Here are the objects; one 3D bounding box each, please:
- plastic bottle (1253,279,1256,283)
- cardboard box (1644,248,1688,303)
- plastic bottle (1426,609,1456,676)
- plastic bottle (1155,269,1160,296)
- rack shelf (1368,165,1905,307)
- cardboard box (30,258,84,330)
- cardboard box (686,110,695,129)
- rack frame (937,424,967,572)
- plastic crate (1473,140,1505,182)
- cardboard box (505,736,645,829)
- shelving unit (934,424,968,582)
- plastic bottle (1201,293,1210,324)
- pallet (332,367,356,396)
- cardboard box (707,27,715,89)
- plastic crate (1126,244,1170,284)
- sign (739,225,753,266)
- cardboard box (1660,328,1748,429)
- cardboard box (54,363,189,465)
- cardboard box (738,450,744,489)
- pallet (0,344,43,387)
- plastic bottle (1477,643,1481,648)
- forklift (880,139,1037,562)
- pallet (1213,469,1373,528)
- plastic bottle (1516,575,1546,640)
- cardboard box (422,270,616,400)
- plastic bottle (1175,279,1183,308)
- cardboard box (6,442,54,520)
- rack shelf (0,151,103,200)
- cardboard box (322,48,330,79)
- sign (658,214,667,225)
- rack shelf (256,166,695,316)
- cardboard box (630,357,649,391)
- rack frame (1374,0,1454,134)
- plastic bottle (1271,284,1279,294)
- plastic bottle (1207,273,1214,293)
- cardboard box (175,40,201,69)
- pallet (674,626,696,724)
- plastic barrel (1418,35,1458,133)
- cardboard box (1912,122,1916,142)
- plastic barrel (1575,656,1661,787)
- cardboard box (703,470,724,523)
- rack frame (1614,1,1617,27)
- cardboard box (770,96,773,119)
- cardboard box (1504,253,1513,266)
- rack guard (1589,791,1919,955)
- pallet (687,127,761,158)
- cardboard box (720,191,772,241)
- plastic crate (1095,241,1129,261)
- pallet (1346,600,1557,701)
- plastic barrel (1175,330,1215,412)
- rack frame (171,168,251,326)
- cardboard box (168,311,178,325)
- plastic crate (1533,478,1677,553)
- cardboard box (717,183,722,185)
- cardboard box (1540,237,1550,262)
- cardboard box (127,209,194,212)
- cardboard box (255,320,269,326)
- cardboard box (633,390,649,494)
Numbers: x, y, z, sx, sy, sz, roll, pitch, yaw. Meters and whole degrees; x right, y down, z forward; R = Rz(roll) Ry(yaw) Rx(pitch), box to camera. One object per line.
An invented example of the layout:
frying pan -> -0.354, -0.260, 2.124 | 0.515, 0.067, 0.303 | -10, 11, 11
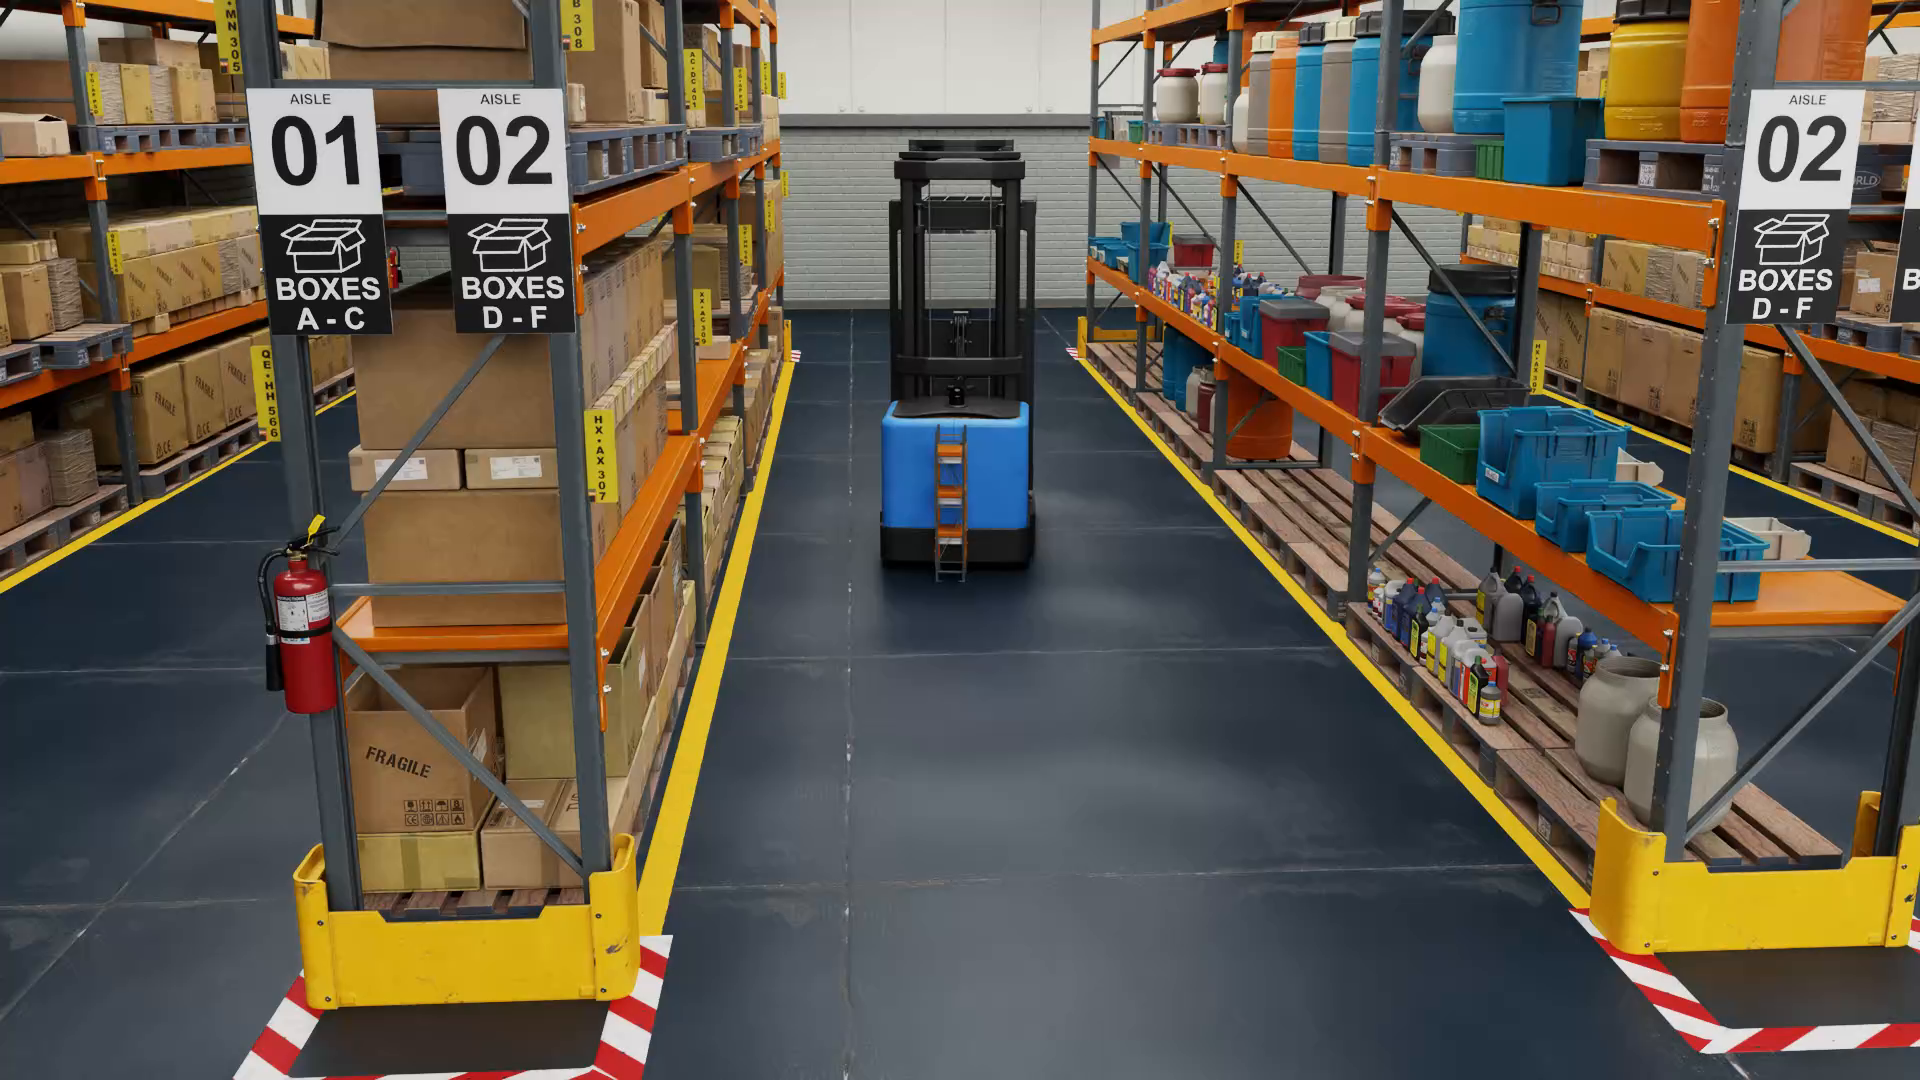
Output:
plastic bottle -> 2.815, -2.358, 15.930 | 0.097, 0.271, 0.097 | 0, 14, 0
cardboard box -> 7.194, -2.641, 16.569 | 0.500, 0.500, 0.500 | -1, 14, -5
plastic bottle -> 2.579, 0.536, 8.857 | 0.144, 0.351, 0.185 | -1, 14, -4
plastic bottle -> 2.046, -2.638, 17.016 | 0.097, 0.271, 0.097 | 0, 14, 0
rack shelf -> 3.029, -1.501, 7.763 | 1.077, 0.370, 4.000 | -1, 14, -3
cardboard box -> -7.192, -1.880, 12.732 | 0.700, 0.500, 0.500 | -3, 15, -10
cardboard box -> -2.128, -3.012, 11.652 | 0.500, 0.250, 0.500 | -1, 14, -5
rack frame -> -0.055, -0.283, 11.520 | 0.200, 1.050, 0.008 | 1, 14, 3
plastic crate -> 2.731, -1.847, 8.092 | 0.336, 0.188, 0.450 | -1, 14, -3
cardboard box -> -1.637, 1.044, 7.126 | 0.500, 0.250, 0.500 | -1, 14, -3
shelving unit -> -0.061, -0.253, 11.402 | 0.215, 1.050, 0.252 | 1, 14, 3
plastic bottle -> 2.191, -2.055, 14.752 | 0.097, 0.271, 0.097 | 0, 14, 0
pallet -> -7.526, -1.874, 19.388 | 1.003, 0.211, 1.213 | -1, 14, -3
cardboard box -> -2.339, -4.034, 13.958 | 0.500, 0.500, 0.500 | -1, 14, -3
plastic crate -> 2.040, -3.016, 18.139 | 0.392, 0.384, 0.575 | -1, 14, -3
sign -> -1.733, -2.383, 13.446 | 0.100, 0.325, 0.005 | -1, 14, -3
cardboard box -> 7.531, -1.533, 15.887 | 1.225, 0.875, 0.875 | -1, 14, -3
cardboard box -> -7.145, -1.083, 14.187 | 0.750, 0.750, 0.750 | -1, 14, -4
cardboard box -> -2.011, -0.558, 13.350 | 0.500, 0.250, 0.500 | -1, 14, -2
pallet -> -7.067, -1.151, 11.365 | 1.003, 0.211, 1.213 | -1, 14, -3
plastic bottle -> 2.708, 0.642, 8.746 | 0.097, 0.201, 0.097 | 0, 14, 0
forklift -> 0.030, -1.574, 12.763 | 1.130, 2.935, 3.031 | 1, 14, 3
pallet -> 2.666, -0.345, 13.443 | 1.003, 0.211, 1.213 | -1, 14, -3
plastic bottle -> 3.245, 0.379, 9.465 | 0.144, 0.351, 0.185 | -2, 15, -6
cardboard box -> -1.881, -0.886, 7.145 | 0.700, 0.500, 0.500 | -1, 14, -3
plastic bottle -> 2.115, -2.359, 15.932 | 0.097, 0.271, 0.097 | 0, 14, 0
cardboard box -> -7.218, -0.430, 12.311 | 0.700, 0.500, 0.500 | -1, 14, -4
rack shelf -> -7.107, -2.343, 11.035 | 1.077, 0.370, 4.000 | -1, 14, -3
cardboard box -> -7.348, -5.288, 18.793 | 0.500, 0.500, 0.500 | -2, 15, -6
sign -> -3.076, -3.217, 17.272 | 0.100, 0.325, 0.005 | -1, 14, -3
rack shelf -> -1.915, -1.425, 7.470 | 1.077, 0.370, 4.000 | -1, 14, -3
cardboard box -> -1.731, -0.801, 8.116 | 0.380, 0.149, 0.250 | 0, 14, -2
rack frame -> 2.905, -3.799, 9.233 | 1.000, 3.000, 0.127 | -1, 14, -3
plastic bottle -> 2.927, -2.233, 15.419 | 0.061, 0.283, 0.133 | -1, 14, -3
plastic bottle -> 2.633, -2.688, 17.351 | 0.097, 0.201, 0.097 | 0, 14, 0
cardboard box -> -7.555, -4.587, 15.726 | 0.500, 0.250, 0.500 | 0, 14, 1
pallet -> -2.032, 0.731, 9.263 | 1.003, 0.211, 1.213 | -1, 14, -3
plastic barrel -> 2.736, -2.494, 9.113 | 0.421, 0.512, 0.421 | 0, 14, 0
cardboard box -> 7.449, -2.969, 12.327 | 0.500, 0.250, 0.500 | -1, 14, -2
plastic barrel -> 3.005, 0.815, 7.488 | 0.421, 0.512, 0.421 | 0, 14, 0
cardboard box -> -1.875, -0.322, 11.306 | 0.500, 0.311, 0.500 | -1, 14, -5
rack frame -> 7.353, -5.865, 17.263 | 1.000, 3.000, 0.127 | -1, 14, -3
cardboard box -> -2.400, -4.928, 18.938 | 0.500, 0.250, 0.500 | -1, 14, -3
cardboard box -> 6.880, -3.420, 20.303 | 0.380, 0.149, 0.250 | -1, 14, -4
rack guard -> 3.101, 1.293, 6.496 | 1.175, 0.500, 0.348 | -1, 14, -3
pallet -> -2.156, -3.007, 12.553 | 1.213, 0.211, 1.003 | 0, 14, -1
cardboard box -> -2.283, -3.462, 17.755 | 0.500, 0.500, 0.500 | -1, 14, -2
plastic crate -> 1.889, -3.596, 20.698 | 0.416, 0.233, 0.300 | -1, 14, -3
pallet -> 2.905, 0.624, 9.676 | 1.003, 0.211, 1.213 | -1, 14, -3
plastic barrel -> 2.470, -1.759, 16.711 | 0.600, 0.901, 0.708 | -1, 14, -3
rack frame -> -7.479, -2.730, 17.119 | 1.000, 3.000, 0.127 | -1, 14, -3
cardboard box -> -7.122, -1.964, 14.606 | 0.380, 0.149, 0.250 | -1, 14, -2
plastic crate -> 2.789, -0.108, 7.227 | 0.499, 0.251, 0.408 | -1, 14, -3
cardboard box -> -2.952, -3.967, 19.716 | 0.500, 0.500, 0.500 | -1, 14, -3
cardboard box -> 6.997, -3.393, 19.397 | 0.500, 0.250, 0.500 | -1, 14, -2
cardboard box -> -7.671, -3.047, 16.008 | 0.500, 0.250, 0.500 | -1, 14, -3
cardboard box -> -7.663, -2.382, 18.638 | 0.380, 0.149, 0.250 | -1, 14, -5
cardboard box -> -1.939, -0.501, 8.251 | 0.700, 0.500, 0.500 | -1, 14, -3
